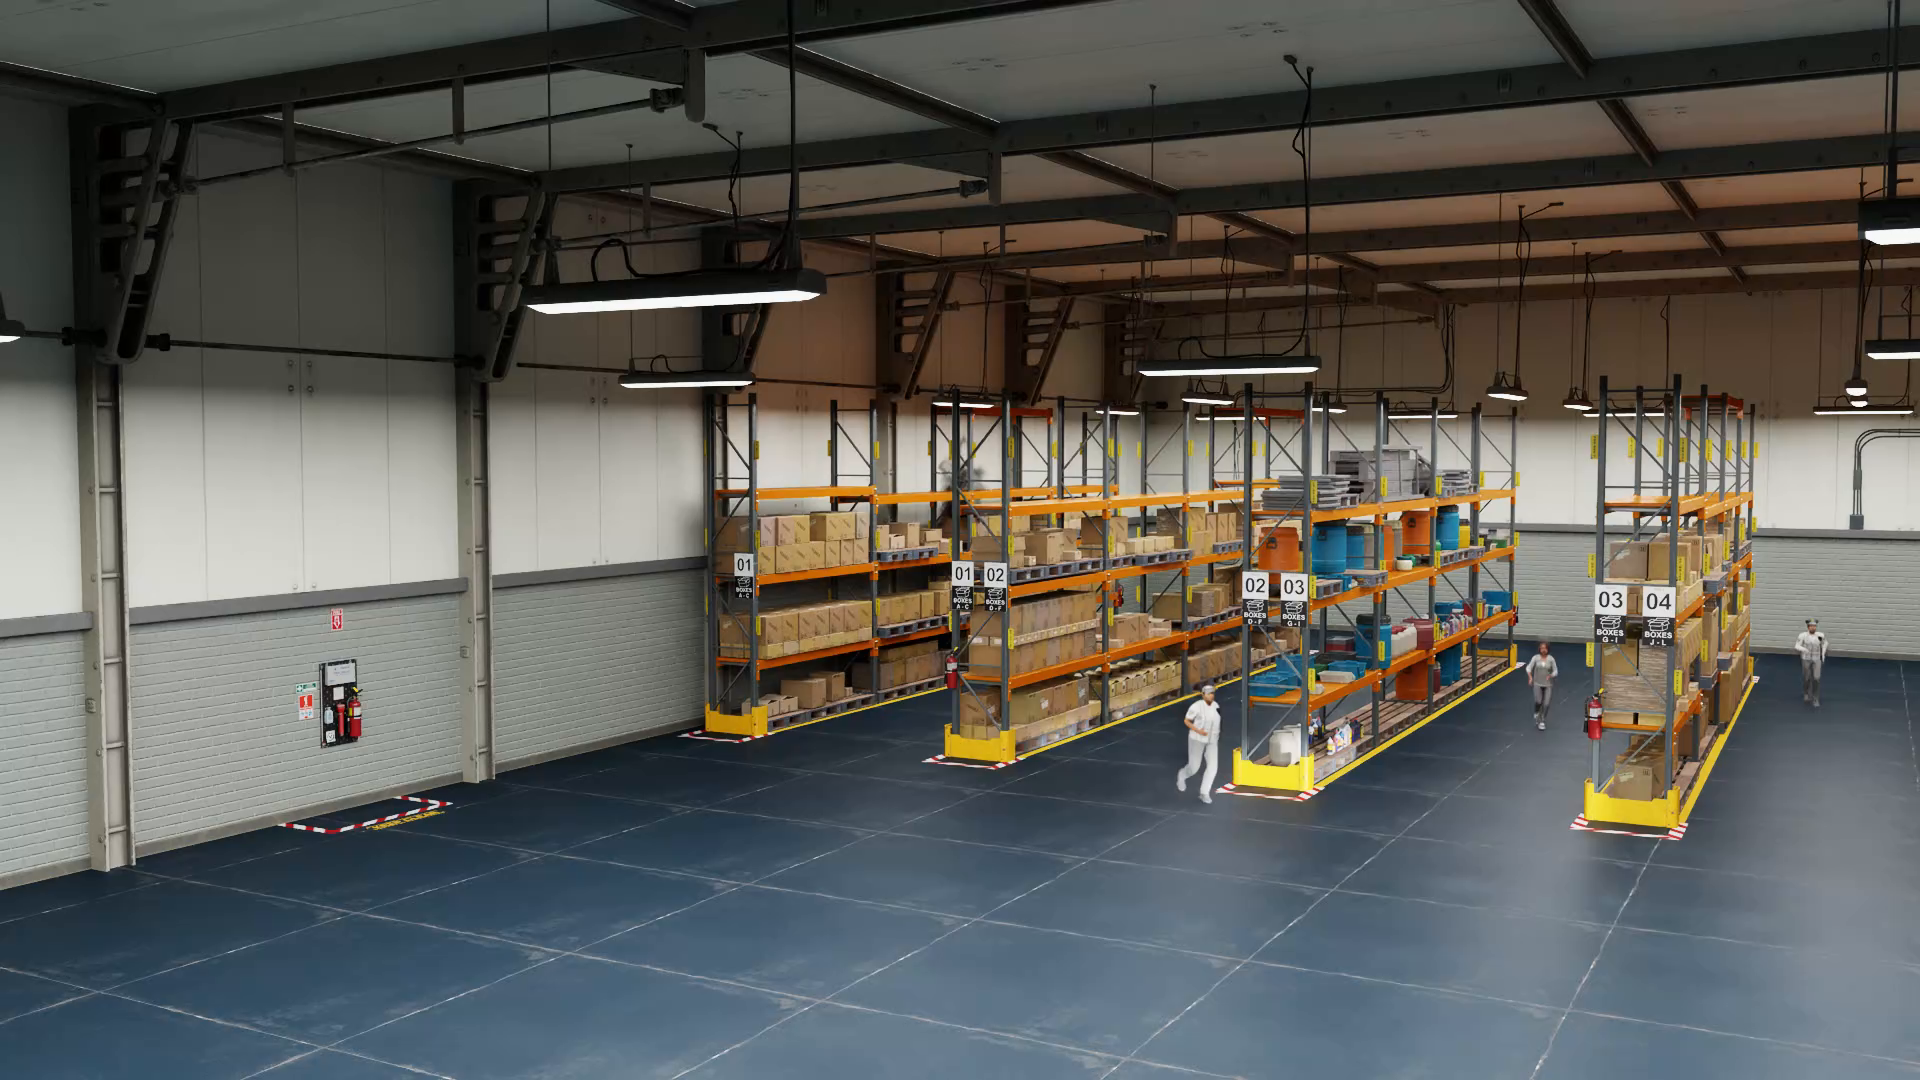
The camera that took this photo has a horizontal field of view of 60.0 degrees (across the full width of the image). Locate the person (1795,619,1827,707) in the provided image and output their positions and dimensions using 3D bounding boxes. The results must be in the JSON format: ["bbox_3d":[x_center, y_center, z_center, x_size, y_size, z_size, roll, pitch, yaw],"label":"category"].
[{"bbox_3d":[16.733,2.403,32.707,0.559,1.747,0.805,2,3,27],"label":"person"}]

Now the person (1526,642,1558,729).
[{"bbox_3d":[10.412,2.659,29.729,0.525,1.466,0.528,1,3,15],"label":"person"}]

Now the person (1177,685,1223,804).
[{"bbox_3d":[3.511,2.901,23.893,0.635,1.648,0.775,-1,3,-20],"label":"person"}]
